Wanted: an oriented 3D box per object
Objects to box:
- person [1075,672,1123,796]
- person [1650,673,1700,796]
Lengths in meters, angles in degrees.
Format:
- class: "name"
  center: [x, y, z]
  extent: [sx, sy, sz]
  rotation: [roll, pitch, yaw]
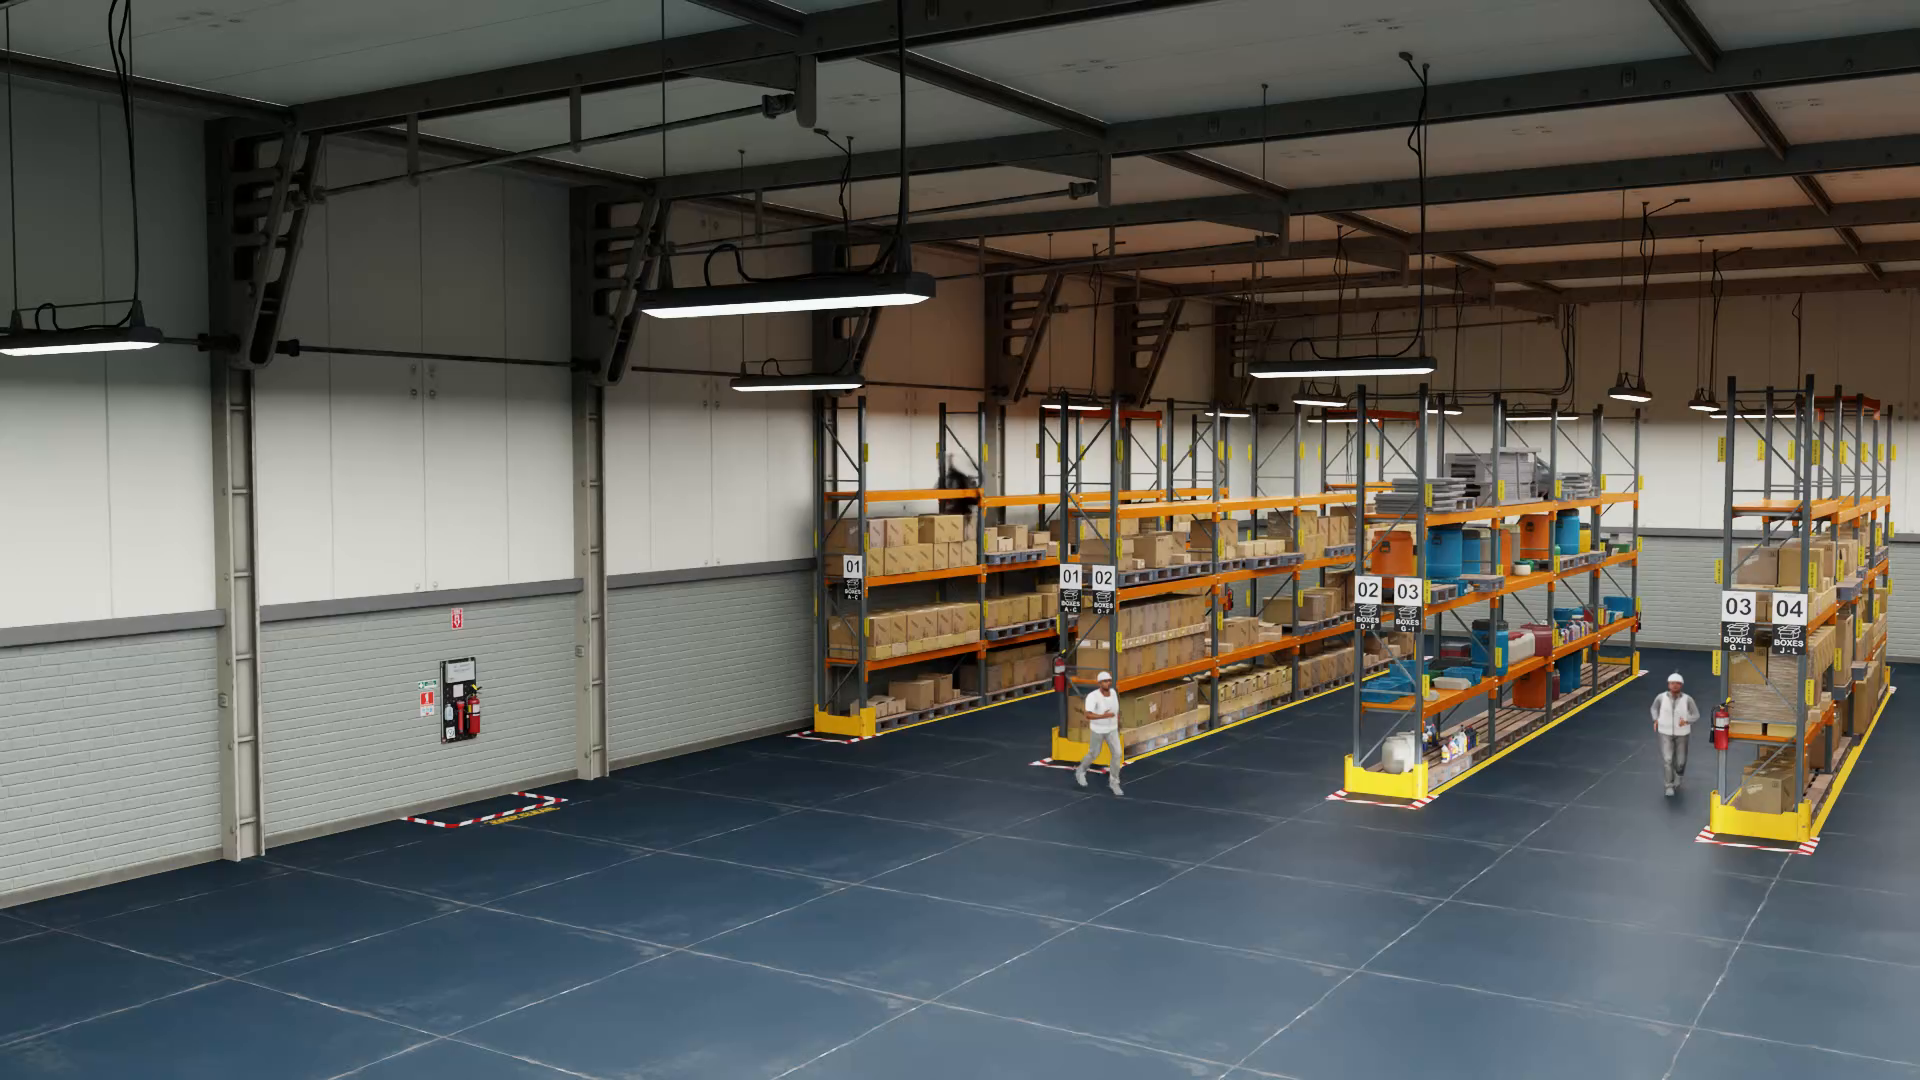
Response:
- class: "person"
  center: [2.095, 2.831, 24.554]
  extent: [0.713, 1.813, 0.909]
  rotation: [-2, 3, -30]
- class: "person"
  center: [10.484, 2.836, 24.409]
  extent: [0.676, 1.761, 0.802]
  rotation: [1, 3, 24]
